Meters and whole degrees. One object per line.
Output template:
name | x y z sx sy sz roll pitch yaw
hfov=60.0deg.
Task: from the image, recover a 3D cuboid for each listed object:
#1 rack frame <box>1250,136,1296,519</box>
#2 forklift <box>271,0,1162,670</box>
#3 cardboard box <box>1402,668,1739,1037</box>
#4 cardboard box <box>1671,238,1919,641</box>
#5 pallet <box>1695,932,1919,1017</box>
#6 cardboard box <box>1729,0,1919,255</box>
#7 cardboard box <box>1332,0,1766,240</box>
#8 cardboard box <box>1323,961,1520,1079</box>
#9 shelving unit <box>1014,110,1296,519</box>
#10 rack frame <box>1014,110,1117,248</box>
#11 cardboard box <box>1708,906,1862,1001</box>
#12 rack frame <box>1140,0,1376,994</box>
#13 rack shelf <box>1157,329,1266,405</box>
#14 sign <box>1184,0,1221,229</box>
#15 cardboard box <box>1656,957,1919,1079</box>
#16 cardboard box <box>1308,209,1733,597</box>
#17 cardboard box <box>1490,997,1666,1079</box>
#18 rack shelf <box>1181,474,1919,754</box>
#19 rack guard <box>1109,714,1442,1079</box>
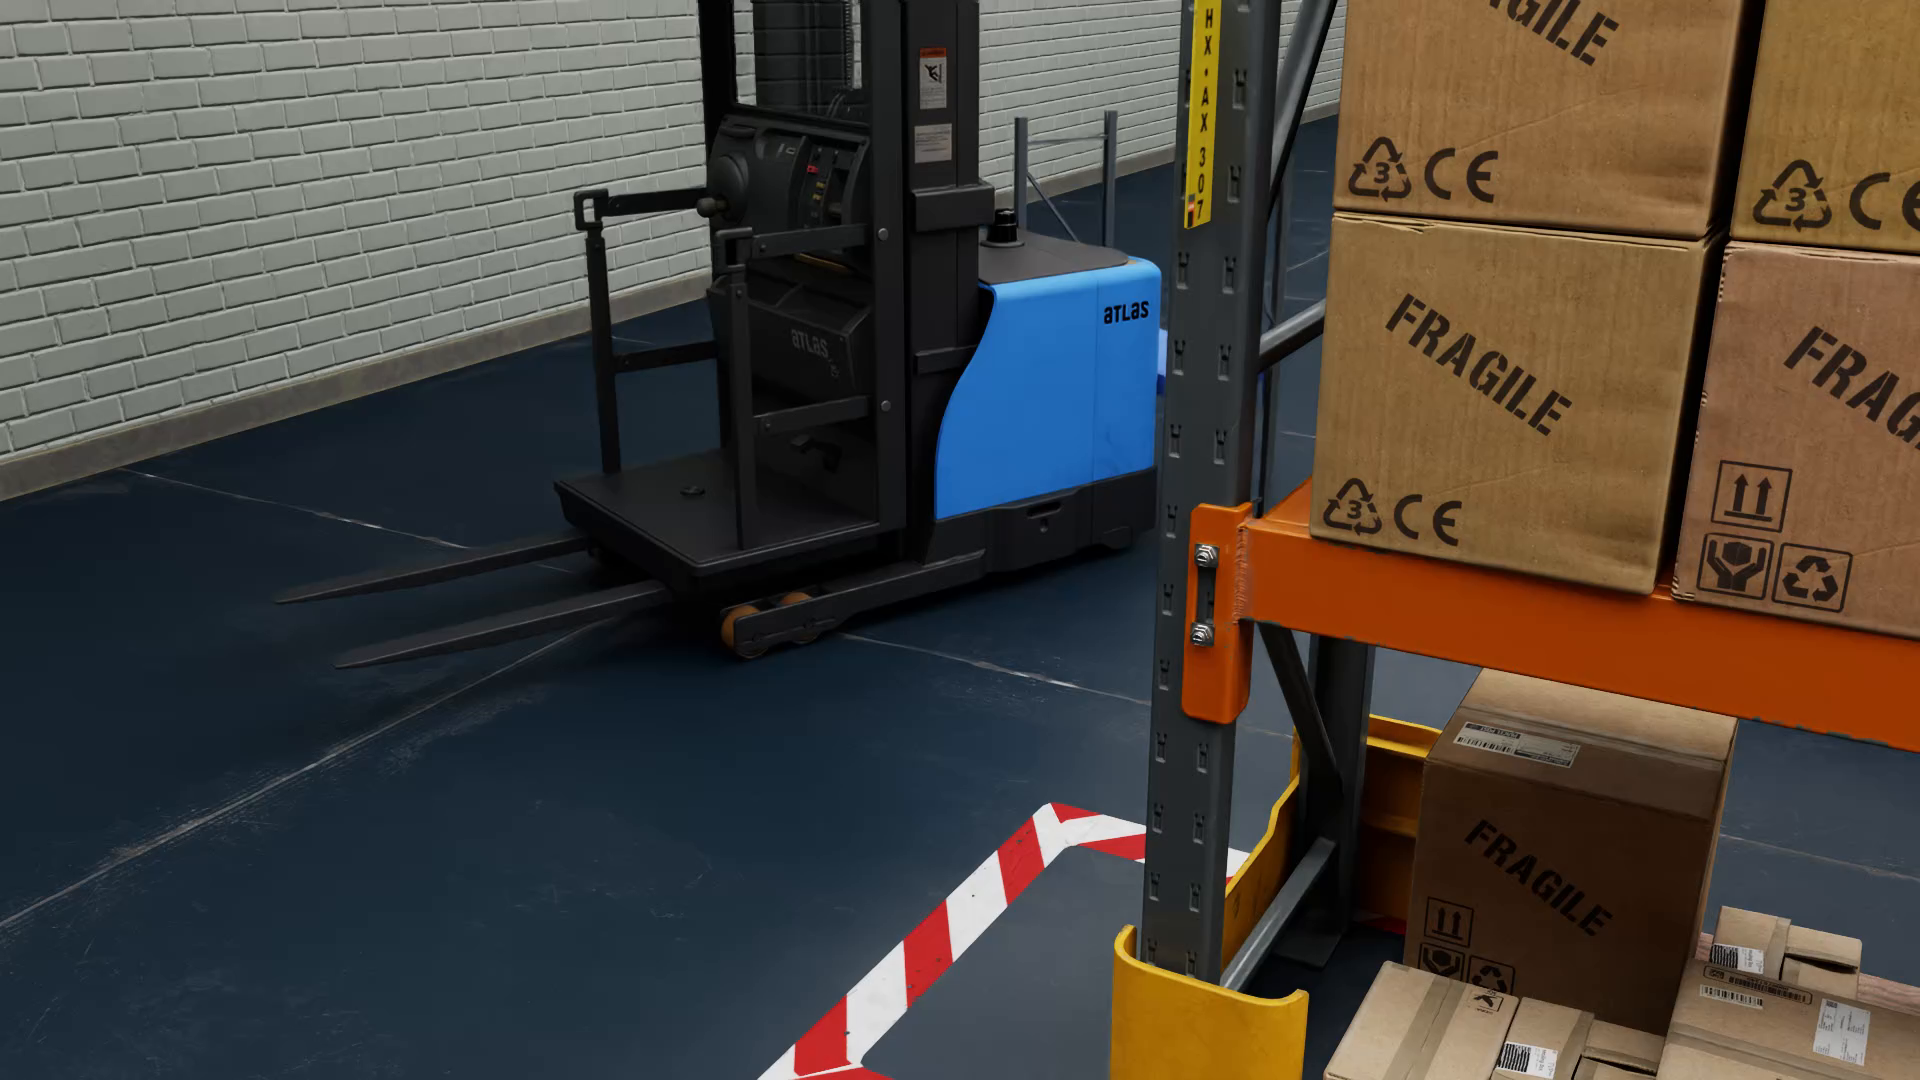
rack frame | 1.004 -0.726 6.167 0.500 1.500 0.032 -13 24 -32
forklift | -0.747 -1.203 5.383 3.031 2.935 1.130 -14 24 -34
cardboard box | 1.212 0.611 3.301 0.500 0.500 0.500 11 23 27
cardboard box | 1.329 -0.184 2.328 0.500 0.500 0.500 11 22 27
pallet | 1.380 1.082 3.073 1.213 0.211 1.003 11 23 27
cardboard box | 1.336 -0.654 2.156 0.500 0.500 0.500 11 23 28
cardboard box | 0.876 -0.739 2.390 0.500 0.500 0.500 12 23 29
cardboard box | 0.815 0.931 2.934 0.250 0.149 0.380 11 23 27
shelving unit | 0.718 -0.869 6.561 0.538 1.500 1.048 -13 24 -32
rack frame | 0.431 -1.012 6.956 0.500 1.500 0.032 -13 24 -32
cardboard box | 1.521 0.862 3.099 0.250 0.166 0.380 11 23 27
rack frame | 0.617 -0.374 2.997 0.127 3.000 1.000 11 23 27
rack shelf | 0.718 -0.700 6.623 0.538 0.185 1.000 -13 24 -32
sign | 0.352 -0.619 2.404 0.005 0.325 0.100 11 23 27
cardboard box | 1.390 0.970 2.680 0.500 0.250 0.500 11 23 27
cardboard box | 0.876 -0.269 2.560 0.500 0.500 0.500 11 23 28
cardboard box | 1.033 0.965 2.817 0.250 0.166 0.380 11 23 27
rack shelf | 2.363 0.297 2.203 4.000 0.370 1.077 11 23 27
rack guard | 0.683 0.814 3.388 0.348 0.500 1.175 11 23 27
